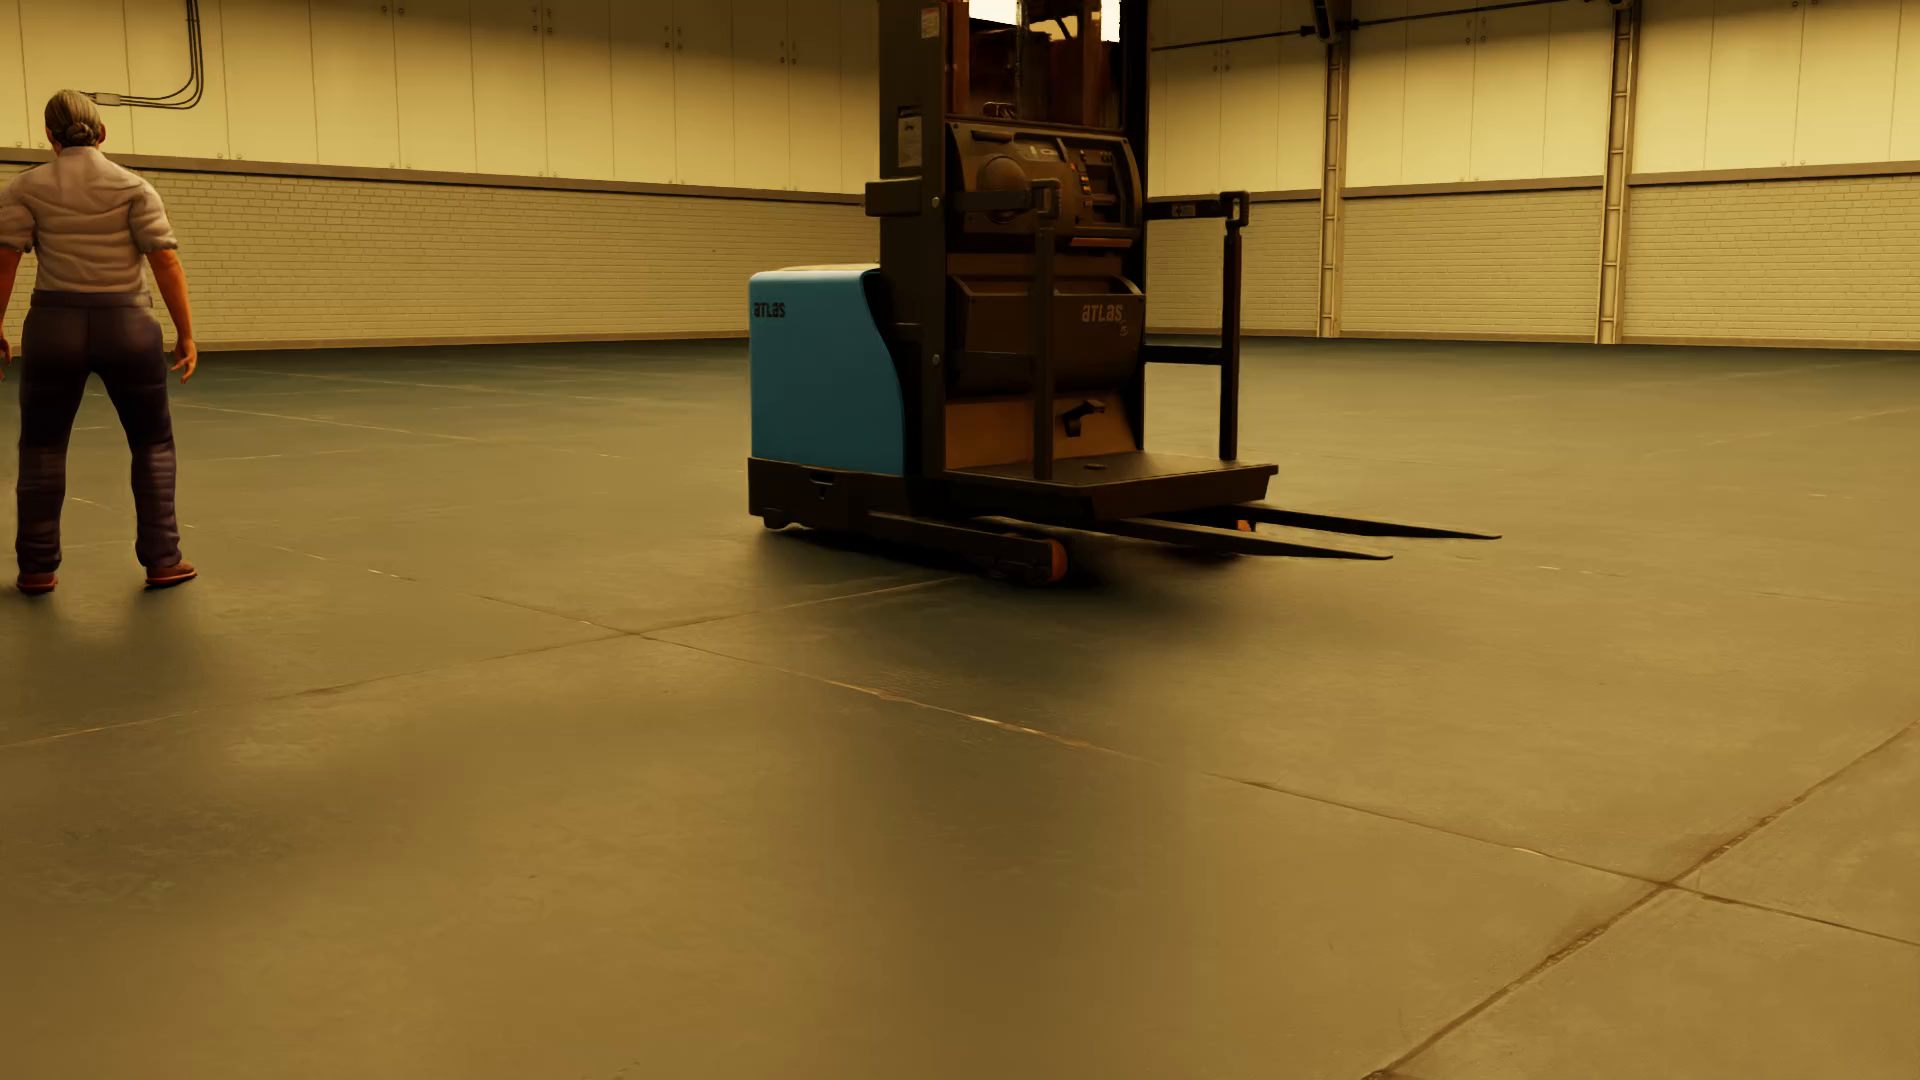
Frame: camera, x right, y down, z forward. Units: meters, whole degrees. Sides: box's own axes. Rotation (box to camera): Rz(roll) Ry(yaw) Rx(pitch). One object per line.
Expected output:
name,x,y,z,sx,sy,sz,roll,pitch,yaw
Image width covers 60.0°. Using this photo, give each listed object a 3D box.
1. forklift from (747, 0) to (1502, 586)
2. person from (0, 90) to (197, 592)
forklift,0.471,-1.377,6.016,1.130,2.935,3.031,-8,11,-41
person,-2.896,-0.654,5.550,0.636,1.644,0.394,-3,9,-21
